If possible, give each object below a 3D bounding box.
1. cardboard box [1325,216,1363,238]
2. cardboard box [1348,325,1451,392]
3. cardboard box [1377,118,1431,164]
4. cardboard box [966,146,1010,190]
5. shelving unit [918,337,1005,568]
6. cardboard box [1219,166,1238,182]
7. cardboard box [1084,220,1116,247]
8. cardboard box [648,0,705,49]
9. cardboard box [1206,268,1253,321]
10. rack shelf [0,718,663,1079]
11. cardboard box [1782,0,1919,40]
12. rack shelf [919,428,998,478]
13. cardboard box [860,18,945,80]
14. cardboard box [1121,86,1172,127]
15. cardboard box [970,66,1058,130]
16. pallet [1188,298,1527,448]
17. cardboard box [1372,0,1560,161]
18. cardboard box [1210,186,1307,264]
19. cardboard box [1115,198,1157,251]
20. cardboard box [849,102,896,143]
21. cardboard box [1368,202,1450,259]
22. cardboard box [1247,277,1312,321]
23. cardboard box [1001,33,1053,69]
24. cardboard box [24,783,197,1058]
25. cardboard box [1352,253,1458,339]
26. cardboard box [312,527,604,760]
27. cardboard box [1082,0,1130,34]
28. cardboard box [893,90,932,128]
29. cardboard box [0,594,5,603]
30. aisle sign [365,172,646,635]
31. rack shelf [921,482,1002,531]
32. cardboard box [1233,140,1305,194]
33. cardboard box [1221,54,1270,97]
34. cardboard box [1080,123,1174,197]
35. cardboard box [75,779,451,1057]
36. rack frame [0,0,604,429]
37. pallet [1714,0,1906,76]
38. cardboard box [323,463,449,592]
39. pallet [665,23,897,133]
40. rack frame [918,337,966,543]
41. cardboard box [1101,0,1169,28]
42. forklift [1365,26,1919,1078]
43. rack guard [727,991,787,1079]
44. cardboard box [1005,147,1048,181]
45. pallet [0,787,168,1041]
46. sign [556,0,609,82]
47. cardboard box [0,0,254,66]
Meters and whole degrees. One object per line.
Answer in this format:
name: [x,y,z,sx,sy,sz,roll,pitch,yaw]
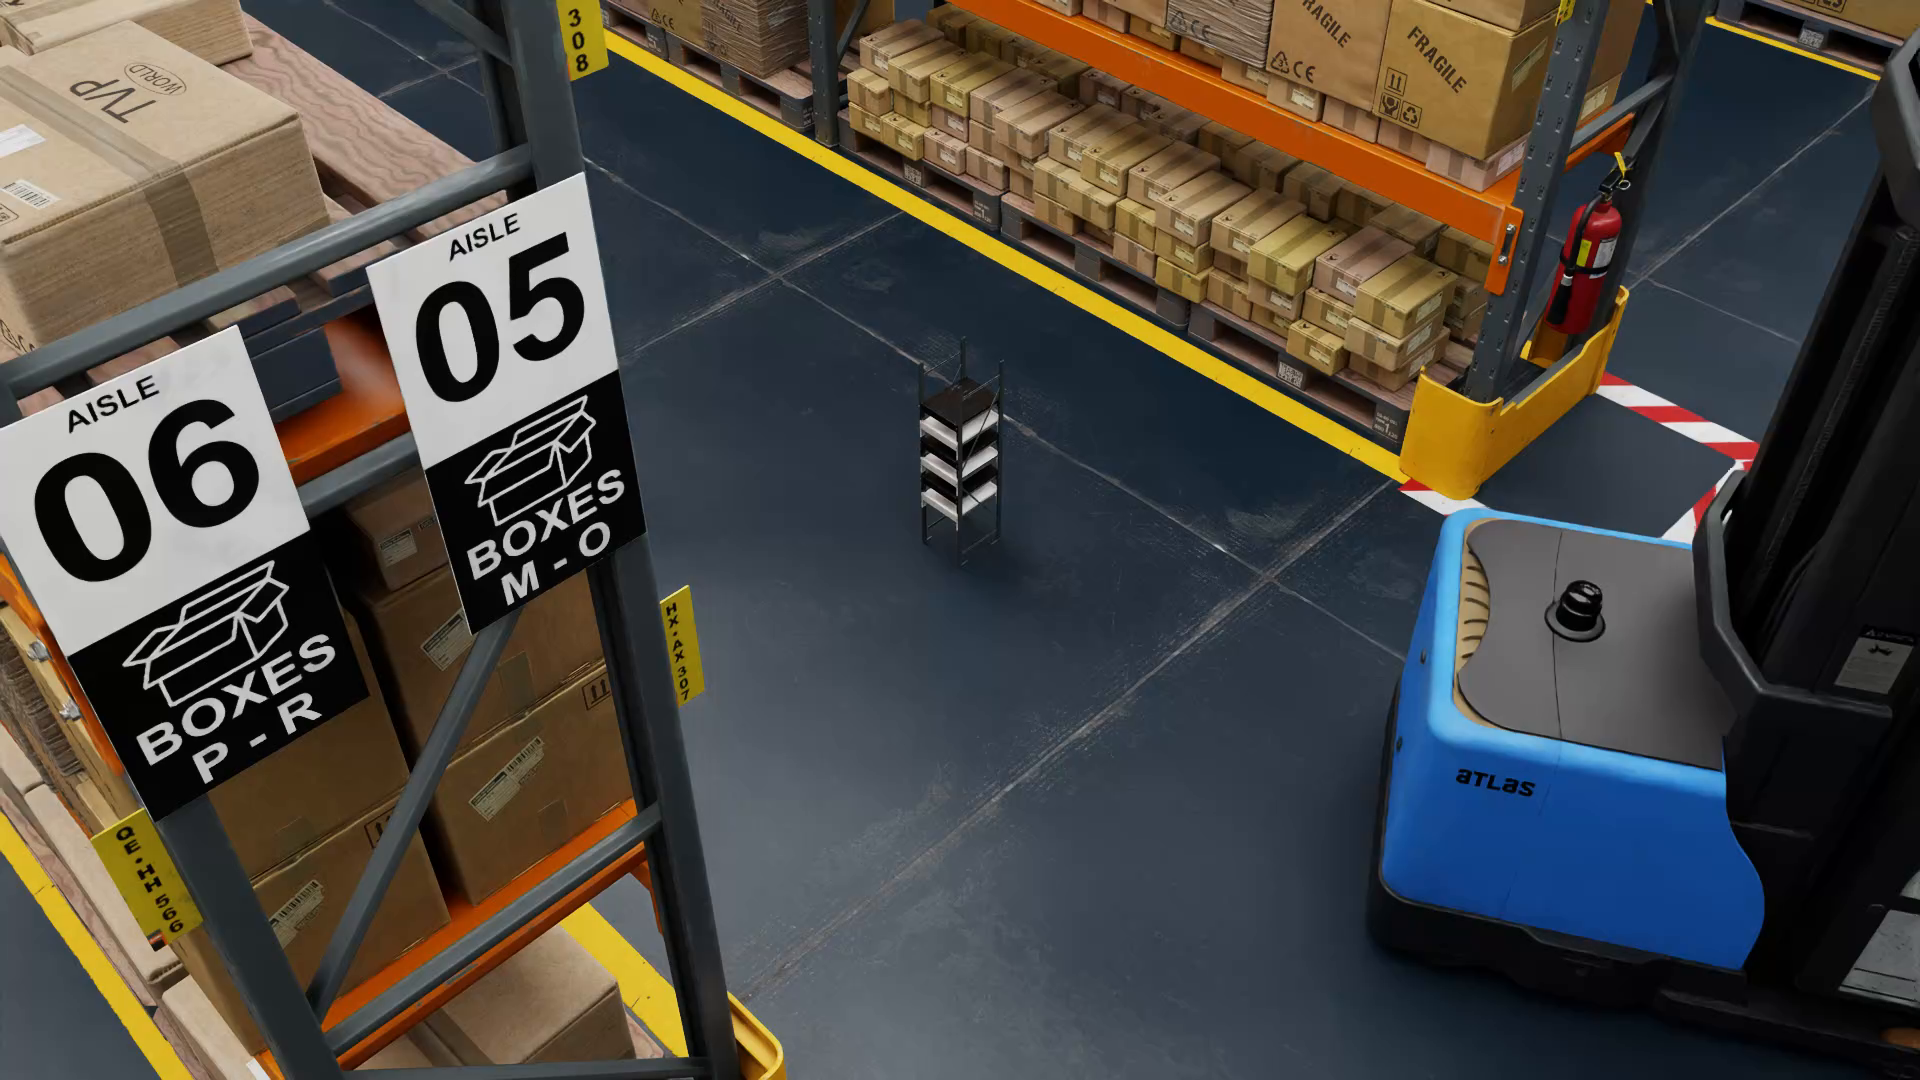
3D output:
cardboard box: [1.852,-1.398,7.624,0.380,0.149,0.250,-33,52,-31]
cardboard box: [1.910,-0.833,7.232,0.380,0.149,0.250,-33,52,-31]
cardboard box: [1.850,-1.639,6.499,0.250,0.149,0.380,34,53,31]
cardboard box: [0.249,-1.952,8.444,0.250,0.149,0.380,33,52,31]
shelving unit: [0.006,-0.327,6.440,0.258,0.900,0.210,-34,53,-31]
cardboard box: [1.272,-1.765,8.022,0.380,0.149,0.250,-31,51,-29]
cardboard box: [0.819,-1.579,8.040,0.380,0.149,0.250,-33,52,-30]
cardboard box: [-1.458,-3.212,9.549,0.500,0.500,0.500,33,52,30]
cardboard box: [1.348,-1.188,7.617,0.380,0.149,0.250,-34,52,-31]
rack shelf: [-2.416,0.152,4.906,1.077,0.370,4.000,-34,53,-31]
cardboard box: [5.504,-3.544,9.632,0.875,0.875,0.875,-34,53,-31]
rack shelf: [0.006,-0.368,6.402,0.258,0.077,0.200,-34,53,-31]
cardboard box: [-0.299,-2.555,8.658,0.380,0.149,0.250,-32,51,-30]
cardboard box: [1.013,-2.183,8.255,0.250,0.149,0.380,32,52,30]
cardboard box: [0.268,-2.182,8.254,0.250,0.149,0.380,33,52,30]
pallet: [1.827,-0.992,7.668,1.003,0.211,1.213,-34,53,-31]
cardboard box: [1.930,-1.811,6.207,0.500,0.500,0.500,-33,52,-31]
cardboard box: [1.329,-1.398,7.405,0.250,0.149,0.380,32,52,30]
cardboard box: [0.944,-1.529,7.767,0.380,0.149,0.250,-31,51,-29]
cardboard box: [-0.366,-2.273,8.791,0.250,0.149,0.380,32,51,30]
cardboard box: [2.020,-1.388,7.394,0.380,0.149,0.250,-33,52,-31]
cardboard box: [1.486,-1.155,7.361,0.250,0.149,0.380,32,52,30]
cardboard box: [0.430,-2.554,8.657,0.250,0.149,0.380,34,52,31]
cardboard box: [-2.193,0.930,5.112,0.875,0.438,0.875,-33,52,-30]
cardboard box: [1.876,-1.031,7.009,0.380,0.149,0.250,-33,52,-31]
cardboard box: [-1.141,0.077,3.646,0.500,0.500,0.500,33,52,31]
cardboard box: [0.760,-2.393,7.315,0.380,0.149,0.250,-32,52,-30]
cardboard box: [-0.124,-2.305,8.606,0.380,0.149,0.250,-34,52,-31]
cardboard box: [-1.837,-0.064,3.321,0.250,0.149,0.380,34,52,31]
aisle sign: [-0.748,-0.211,2.852,0.394,0.787,0.004,-34,53,-31]
rack shelf: [0.006,-0.170,6.585,0.258,0.077,0.200,-34,53,-31]
cardboard box: [1.510,-1.787,7.827,0.380,0.149,0.250,-32,51,-30]
cardboard box: [1.300,-2.004,6.894,0.250,0.149,0.380,32,51,30]
cardboard box: [0.787,-1.792,7.832,0.380,0.149,0.250,-34,52,-31]
cardboard box: [-1.532,0.707,3.701,0.500,0.500,0.500,-34,52,-31]
rack frame: [-1.004,-1.355,1.586,1.000,3.000,0.127,-34,53,-31]
pallet: [5.392,-3.224,10.083,1.003,0.211,1.213,-34,53,-31]
cardboard box: [-1.059,-0.097,3.356,0.380,0.149,0.250,-33,52,-30]
pallet: [-0.946,-2.844,9.672,1.003,0.211,1.213,-34,53,-31]
rack frame: [-0.066,-0.375,6.493,0.240,0.900,0.006,-34,53,-31]
cardboard box: [0.860,-2.545,7.001,0.500,0.500,0.500,-31,51,-29]
forklift: [2.874,0.171,4.405,3.031,2.935,1.130,10,44,11]
rack guard: [-0.987,1.778,4.458,1.175,0.500,0.348,-34,53,-31]
cardboard box: [0.440,-1.931,8.201,0.380,0.149,0.250,-32,51,-30]
pallet: [-2.481,0.940,5.578,1.003,0.211,1.213,-34,53,-31]
sign: [-0.607,-0.867,2.565,0.100,0.325,0.005,-34,53,-31]
cardboard box: [-1.610,-0.985,3.198,0.380,0.149,0.250,-32,52,-30]
